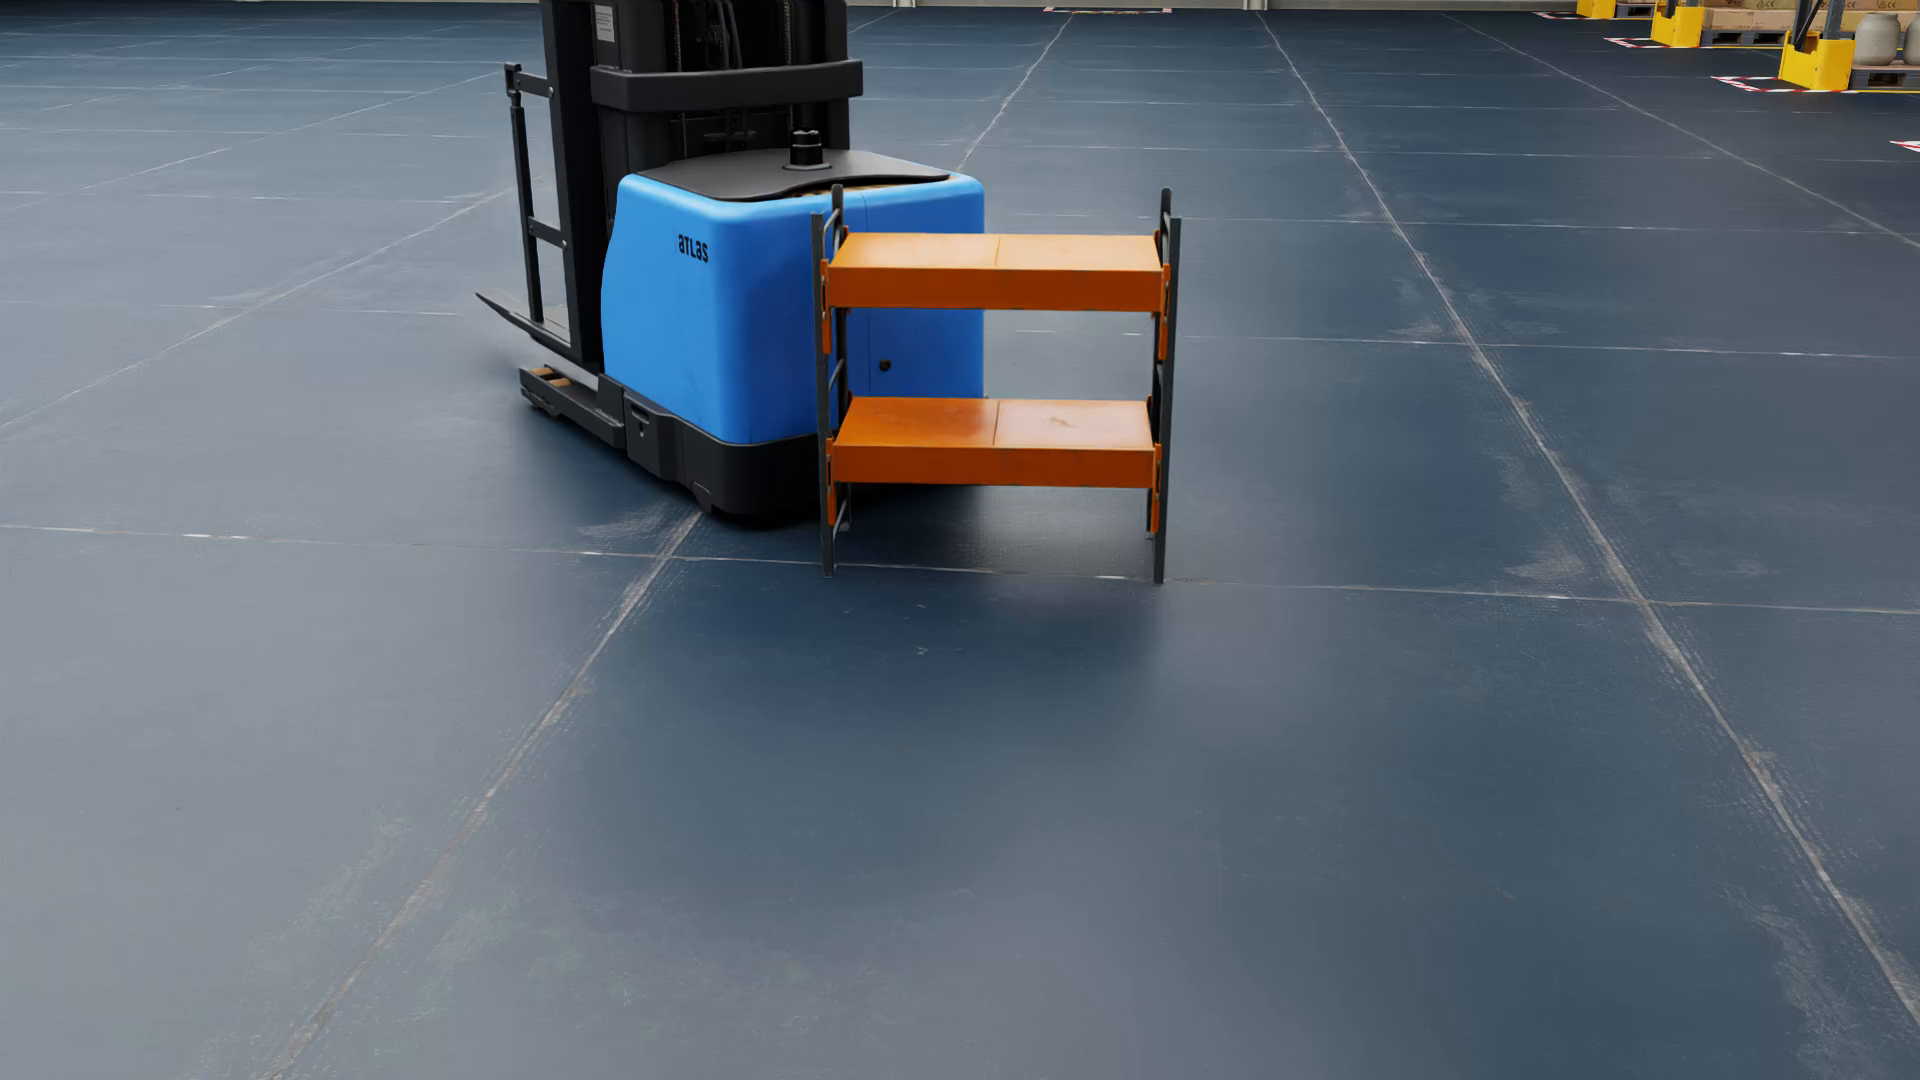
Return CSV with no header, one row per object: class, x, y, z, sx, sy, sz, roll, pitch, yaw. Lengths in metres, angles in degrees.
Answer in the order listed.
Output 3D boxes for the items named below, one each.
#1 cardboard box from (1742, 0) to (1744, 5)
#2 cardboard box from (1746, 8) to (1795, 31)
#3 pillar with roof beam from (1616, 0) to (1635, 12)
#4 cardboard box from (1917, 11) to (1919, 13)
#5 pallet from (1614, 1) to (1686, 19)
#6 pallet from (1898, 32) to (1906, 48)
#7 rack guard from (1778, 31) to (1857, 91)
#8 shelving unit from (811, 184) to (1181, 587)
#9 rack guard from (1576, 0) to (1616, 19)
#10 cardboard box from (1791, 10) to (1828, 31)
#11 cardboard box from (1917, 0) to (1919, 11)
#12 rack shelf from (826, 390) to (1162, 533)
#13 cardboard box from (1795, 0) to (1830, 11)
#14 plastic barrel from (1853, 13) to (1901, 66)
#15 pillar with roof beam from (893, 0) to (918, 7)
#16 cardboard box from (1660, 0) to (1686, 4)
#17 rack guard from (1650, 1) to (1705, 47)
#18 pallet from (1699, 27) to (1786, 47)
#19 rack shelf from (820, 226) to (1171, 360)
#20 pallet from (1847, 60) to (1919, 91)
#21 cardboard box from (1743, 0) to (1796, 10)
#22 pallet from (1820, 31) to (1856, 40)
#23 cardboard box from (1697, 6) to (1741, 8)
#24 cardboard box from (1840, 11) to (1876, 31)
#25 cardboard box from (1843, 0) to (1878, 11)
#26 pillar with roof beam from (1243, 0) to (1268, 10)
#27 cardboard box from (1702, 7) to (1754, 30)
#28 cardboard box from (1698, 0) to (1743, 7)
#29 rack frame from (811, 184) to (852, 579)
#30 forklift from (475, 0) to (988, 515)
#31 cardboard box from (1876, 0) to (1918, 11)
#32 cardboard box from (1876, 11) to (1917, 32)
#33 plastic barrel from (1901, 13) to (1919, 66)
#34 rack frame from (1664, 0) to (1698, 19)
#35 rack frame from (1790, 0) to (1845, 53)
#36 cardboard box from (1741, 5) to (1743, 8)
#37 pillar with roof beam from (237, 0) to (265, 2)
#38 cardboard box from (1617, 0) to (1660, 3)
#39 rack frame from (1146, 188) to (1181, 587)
cardboard box,12.137,-8.767,26.336,0.500,0.500,0.700,1,22,3
cardboard box,10.596,-6.845,21.842,0.500,0.250,0.500,2,22,6
pillar with roof beam,10.462,-11.365,21.948,0.400,9.000,9.100,2,22,6
cardboard box,12.583,-6.762,21.633,0.500,0.250,0.500,2,22,6
pallet,11.050,-8.514,26.687,1.213,0.211,1.003,2,22,6
pallet,12.780,-6.633,21.930,1.213,0.211,1.003,2,22,6
rack guard,9.087,-5.096,17.650,0.348,0.500,1.175,2,22,6
shelving unit,0.113,-0.483,5.132,1.048,1.125,0.538,1,22,3
rack guard,10.247,-8.696,26.756,0.348,0.500,1.175,2,22,6
cardboard box,11.092,-6.823,21.787,0.500,0.250,0.500,2,22,6
cardboard box,12.583,-7.111,21.497,0.500,0.500,0.500,2,22,6
rack shelf,0.113,-0.256,5.222,1.000,0.278,0.538,1,22,3
cardboard box,11.094,-7.176,21.660,0.500,0.500,0.500,2,22,6
plastic barrel,9.668,-5.283,17.534,0.421,0.512,0.421,0,22,0
pillar with roof beam,-1.455,-11.885,23.262,0.400,9.000,9.100,2,22,6
cardboard box,11.414,-8.729,26.497,0.500,0.311,0.500,4,22,11
rack guard,9.569,-6.892,22.192,0.348,0.500,1.175,2,22,6
pallet,10.357,-6.739,22.197,1.213,0.211,1.003,2,22,6
rack shelf,0.113,-0.755,5.025,1.000,0.278,0.538,1,22,3
pallet,9.893,-4.925,17.609,1.213,0.211,1.003,2,22,6
cardboard box,10.596,-7.193,21.703,0.500,0.500,0.500,2,22,6
pallet,11.565,-6.685,22.061,1.213,0.211,1.003,2,22,6
cardboard box,10.160,-7.054,22.372,0.500,0.250,0.500,2,22,6
cardboard box,11.588,-6.800,21.728,0.500,0.250,0.500,2,22,6
cardboard box,11.588,-7.148,21.589,0.500,0.500,0.500,2,22,6
pillar with roof beam,4.504,-11.625,22.605,0.400,9.000,9.100,2,22,6
cardboard box,10.099,-6.865,21.894,0.500,0.250,0.500,2,22,6
cardboard box,10.160,-7.404,22.236,0.500,0.500,0.500,2,22,6
rack frame,-0.395,-0.494,5.160,0.032,1.125,0.500,1,22,3
forklift,-1.143,-1.931,6.339,1.130,2.935,3.031,-14,26,-31
cardboard box,12.086,-7.132,21.548,0.500,0.500,0.500,2,22,6
cardboard box,12.085,-6.778,21.674,0.500,0.250,0.500,2,22,6
plastic barrel,10.166,-5.261,17.479,0.421,0.512,0.421,0,22,0
rack frame,9.592,-8.053,21.730,0.127,3.000,1.000,2,22,6
rack frame,9.006,-6.245,17.156,0.127,3.000,1.000,2,22,6
cardboard box,10.658,-7.037,22.328,0.500,0.250,0.500,2,22,6
pillar with roof beam,-13.371,-12.404,24.575,0.400,9.000,9.100,2,22,6
cardboard box,10.848,-8.753,26.559,0.500,0.311,0.500,0,22,0
rack frame,0.620,-0.472,5.105,0.032,1.125,0.500,1,22,3
